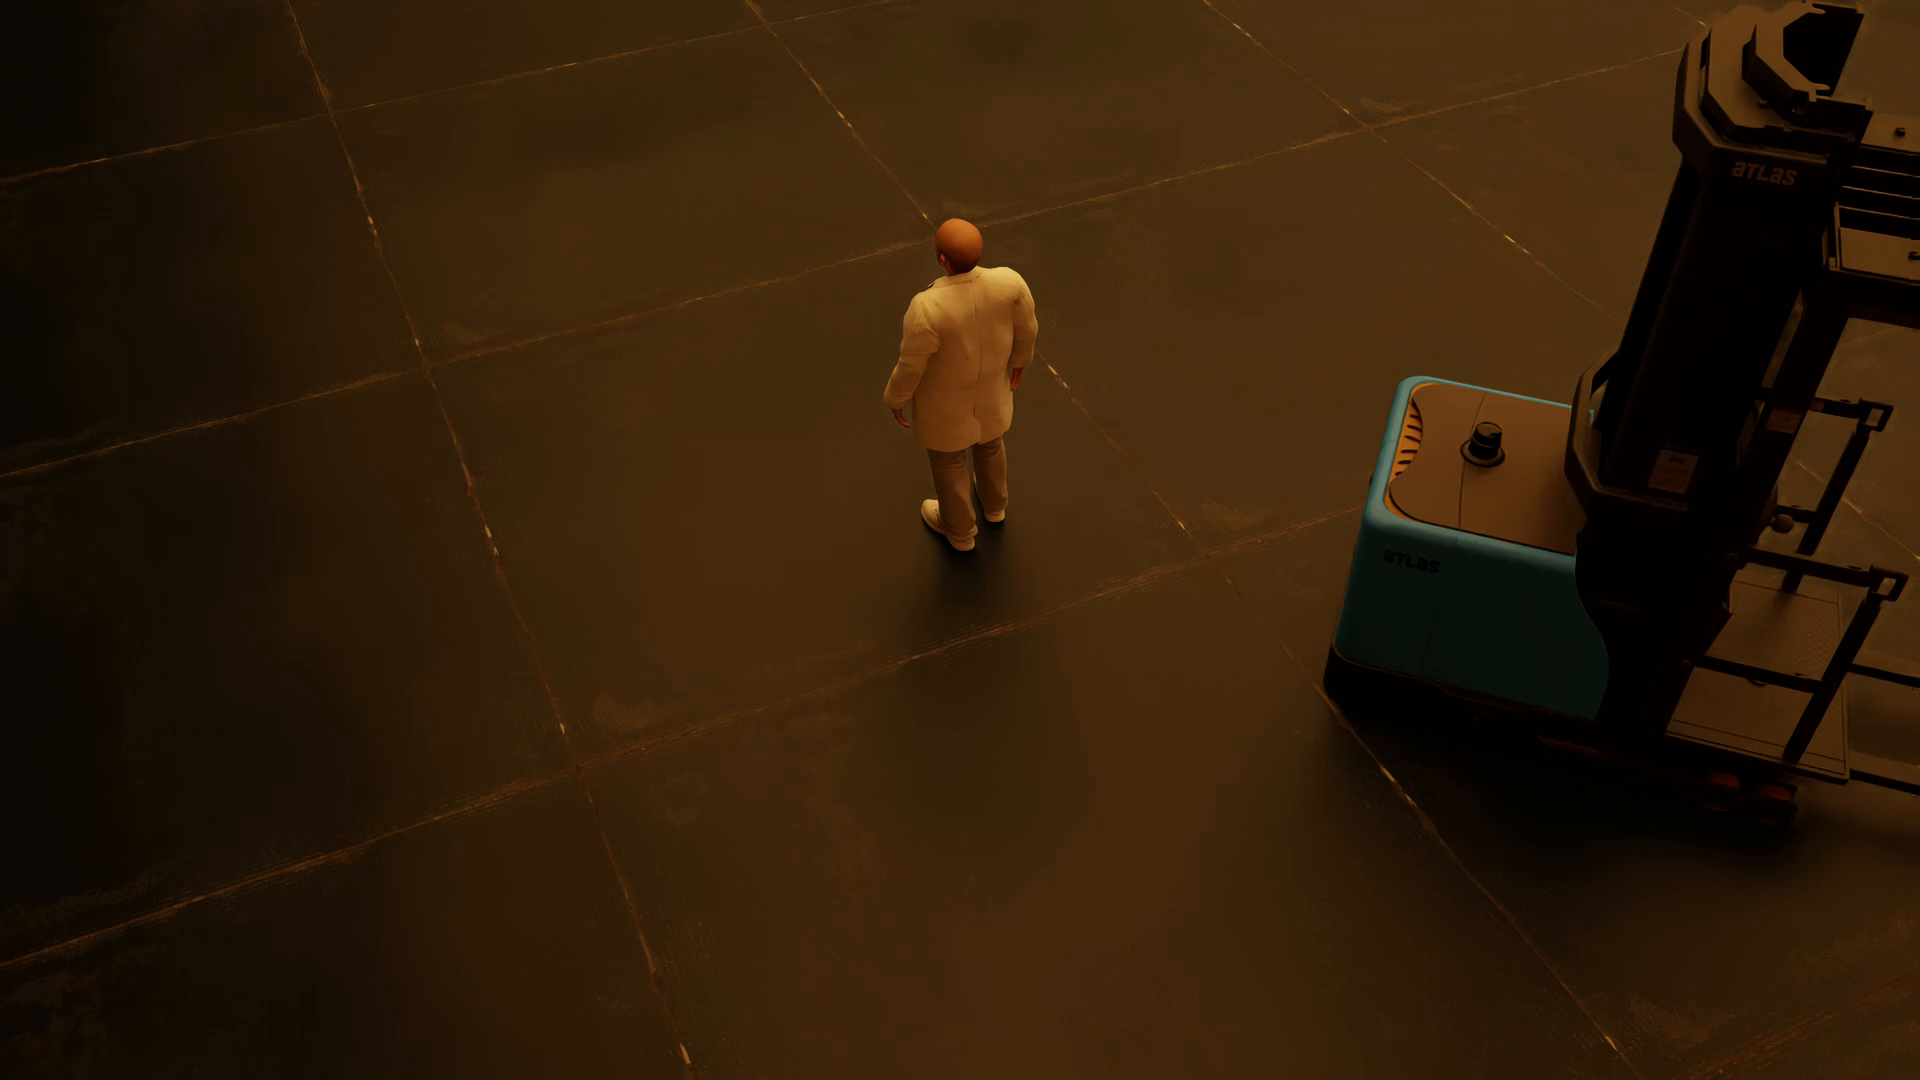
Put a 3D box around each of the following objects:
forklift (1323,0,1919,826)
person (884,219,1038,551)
[{"bbox_3d":[3.118,-0.352,6.057,3.031,2.935,1.130,14,45,14],"label":"forklift"},{"bbox_3d":[-0.035,-0.713,7.279,0.696,1.777,0.578,-18,46,-18],"label":"person"}]
